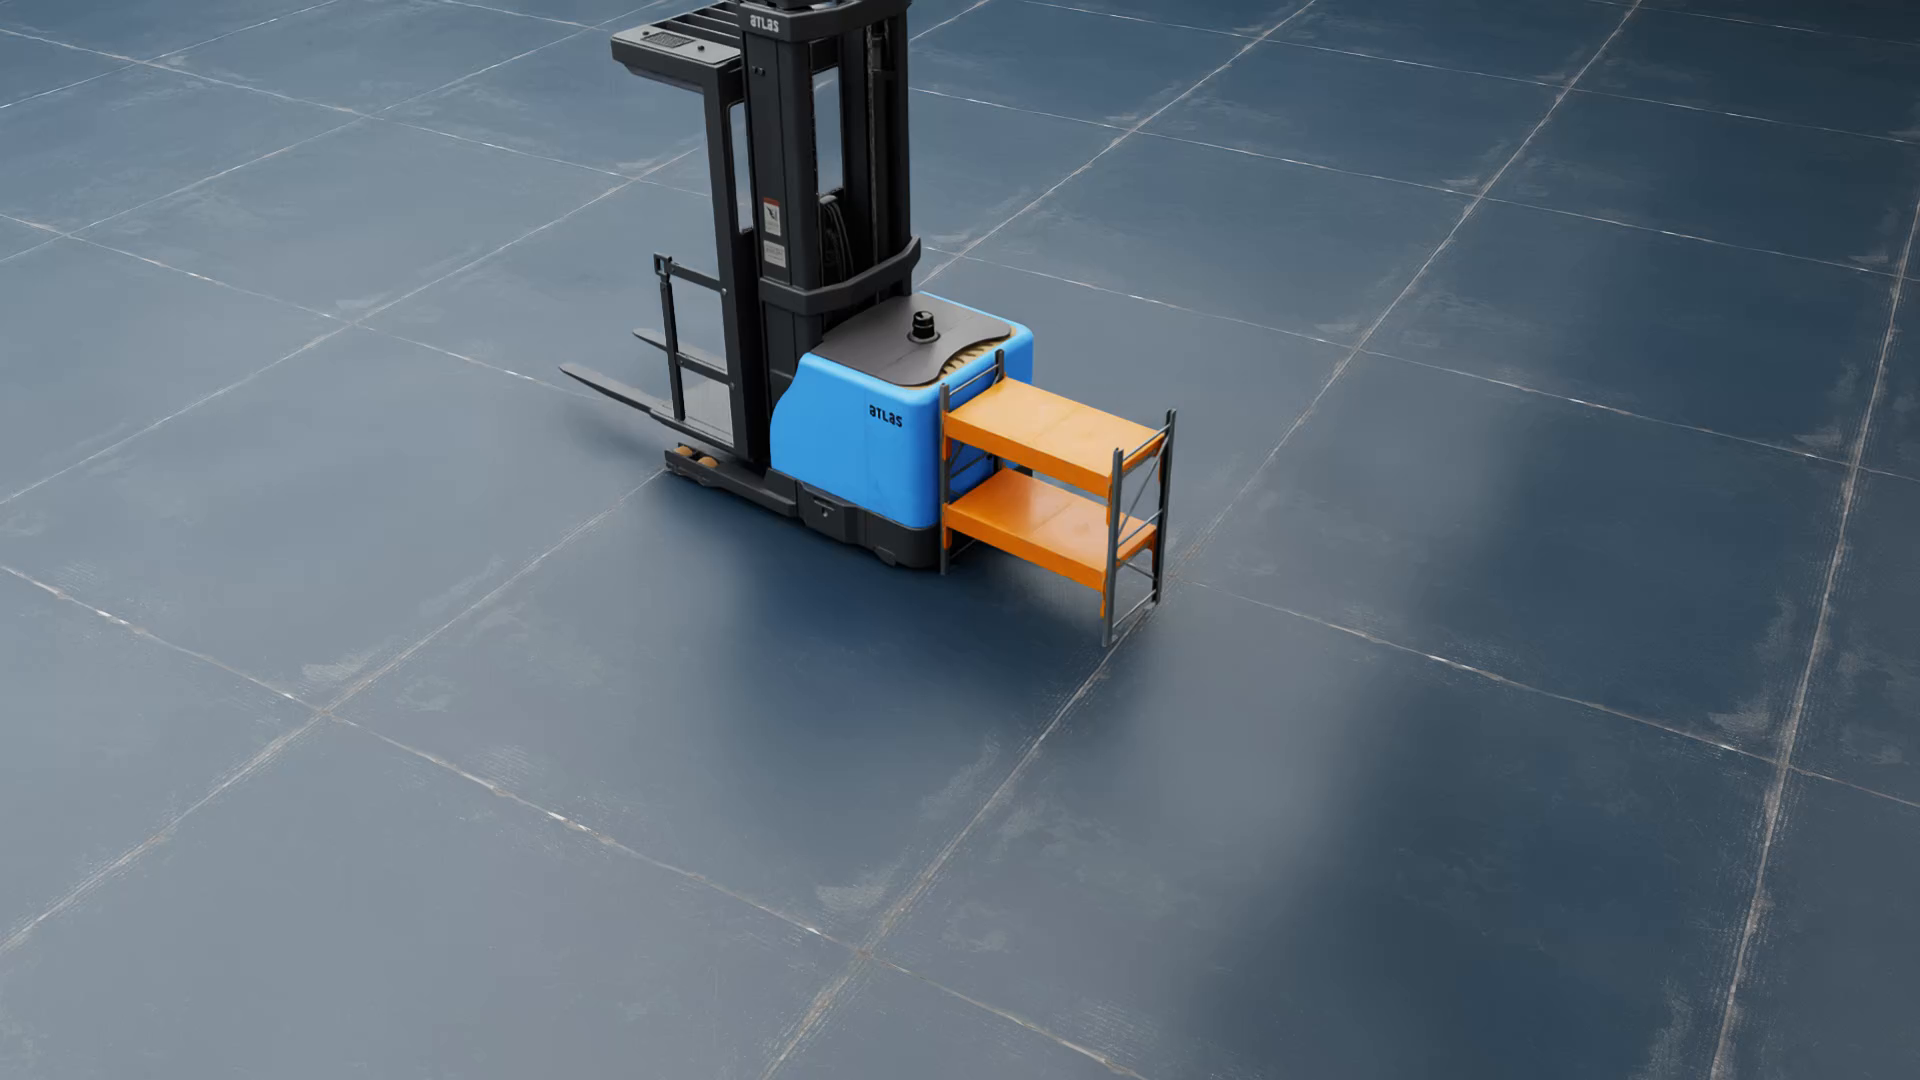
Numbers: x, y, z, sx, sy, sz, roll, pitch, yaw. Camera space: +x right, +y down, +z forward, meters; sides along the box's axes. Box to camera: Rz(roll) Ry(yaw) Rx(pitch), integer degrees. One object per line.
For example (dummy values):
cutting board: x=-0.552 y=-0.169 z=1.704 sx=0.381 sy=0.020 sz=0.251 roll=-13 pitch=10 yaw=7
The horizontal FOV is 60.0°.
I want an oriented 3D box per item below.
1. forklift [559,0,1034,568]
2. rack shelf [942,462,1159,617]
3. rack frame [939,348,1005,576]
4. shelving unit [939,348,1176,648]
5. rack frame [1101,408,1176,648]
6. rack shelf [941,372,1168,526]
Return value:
forklift: x=-1.070 y=-1.733 z=8.979 sx=3.031 sy=2.935 sz=1.130 roll=23 pitch=40 yaw=31
rack shelf: x=0.464 y=-0.017 z=8.473 sx=1.000 sy=0.278 sz=0.538 roll=23 pitch=40 yaw=31
rack frame: x=0.062 y=-0.393 z=8.596 sx=0.032 sy=1.125 sz=0.500 roll=23 pitch=40 yaw=31
shelving unit: x=0.464 y=-0.221 z=8.337 sx=1.048 sy=1.125 sz=0.538 roll=23 pitch=40 yaw=31
rack frame: x=0.866 y=-0.048 z=8.078 sx=0.032 sy=1.125 sz=0.500 roll=23 pitch=40 yaw=31
rack shelf: x=0.464 y=-0.464 z=8.175 sx=1.000 sy=0.278 sz=0.538 roll=23 pitch=40 yaw=31
